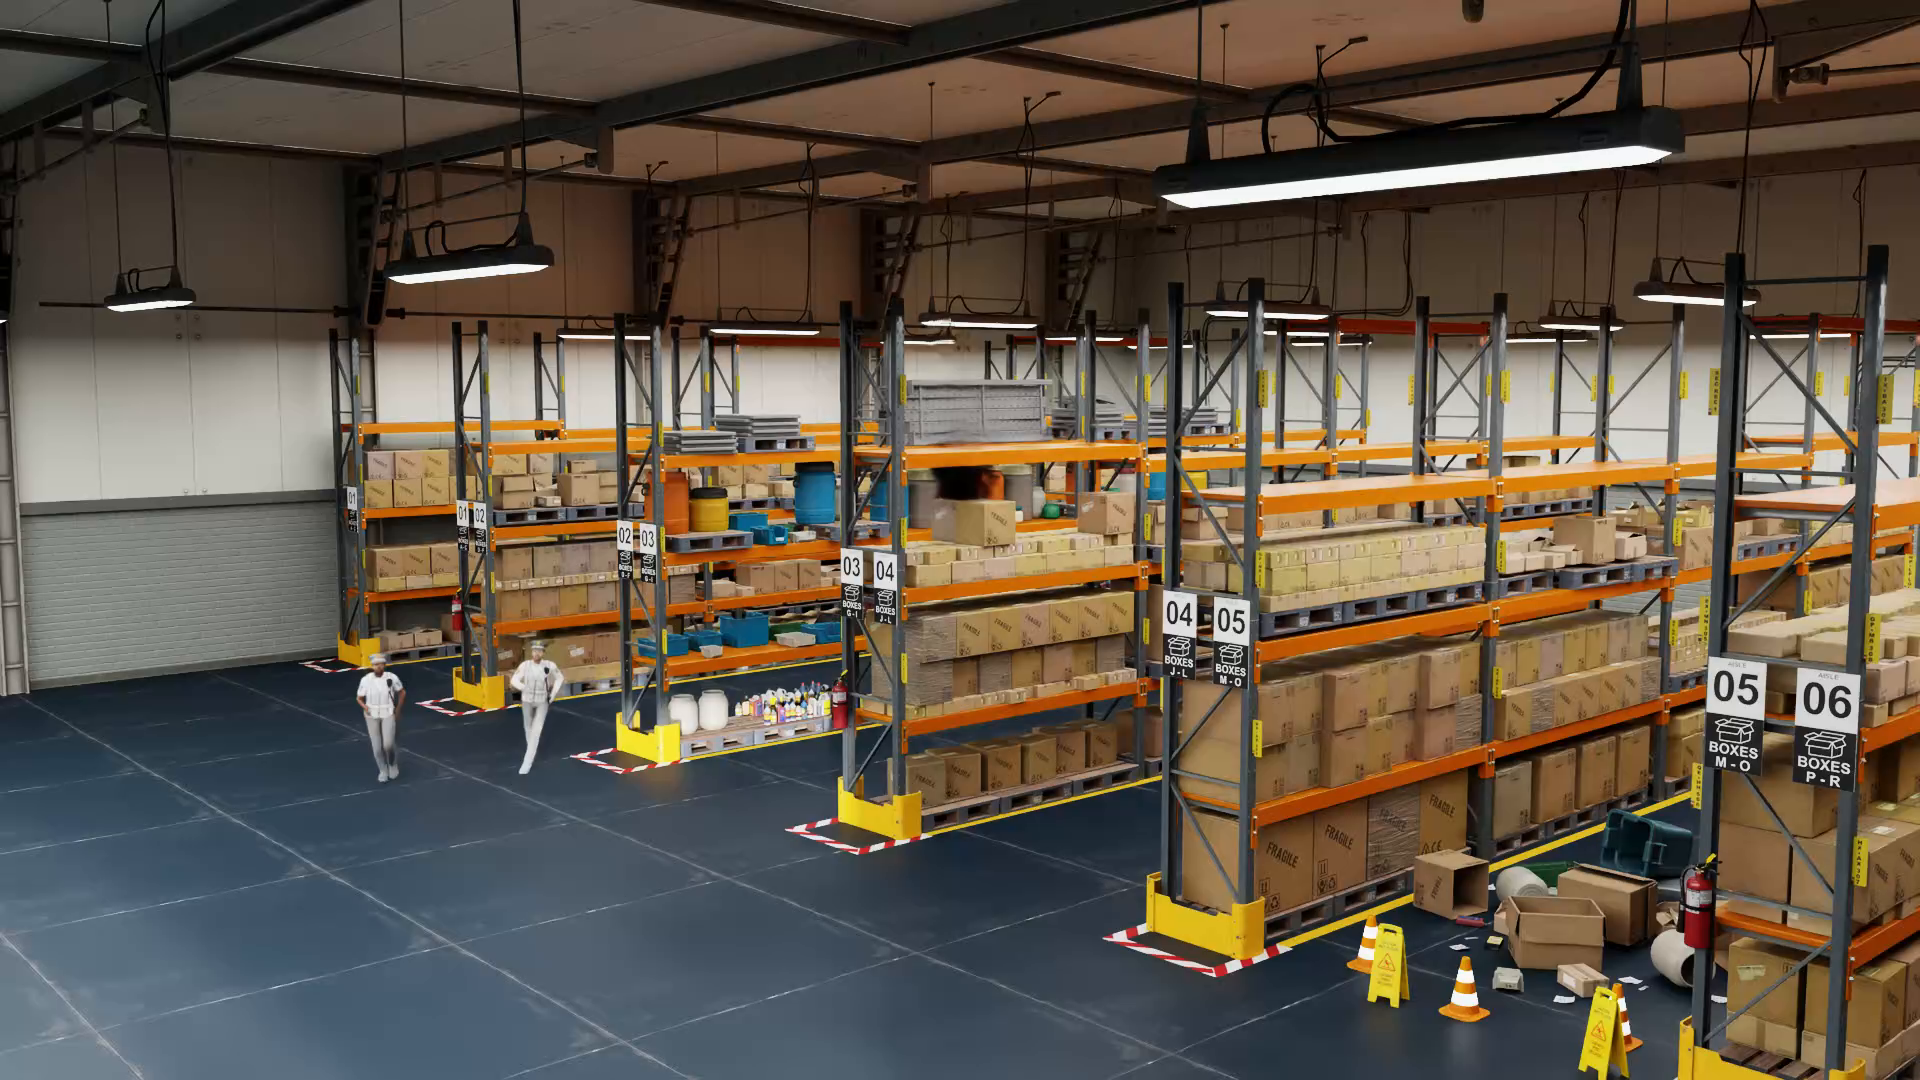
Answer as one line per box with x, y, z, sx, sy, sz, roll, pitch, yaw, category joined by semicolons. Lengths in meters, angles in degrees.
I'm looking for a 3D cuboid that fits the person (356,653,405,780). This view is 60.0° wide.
-7.352;2.252;21.095;0.576;1.657;0.580;-1;6;-13;person

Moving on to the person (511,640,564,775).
-5.568;2.150;21.878;0.641;1.707;0.818;0;6;-2;person
